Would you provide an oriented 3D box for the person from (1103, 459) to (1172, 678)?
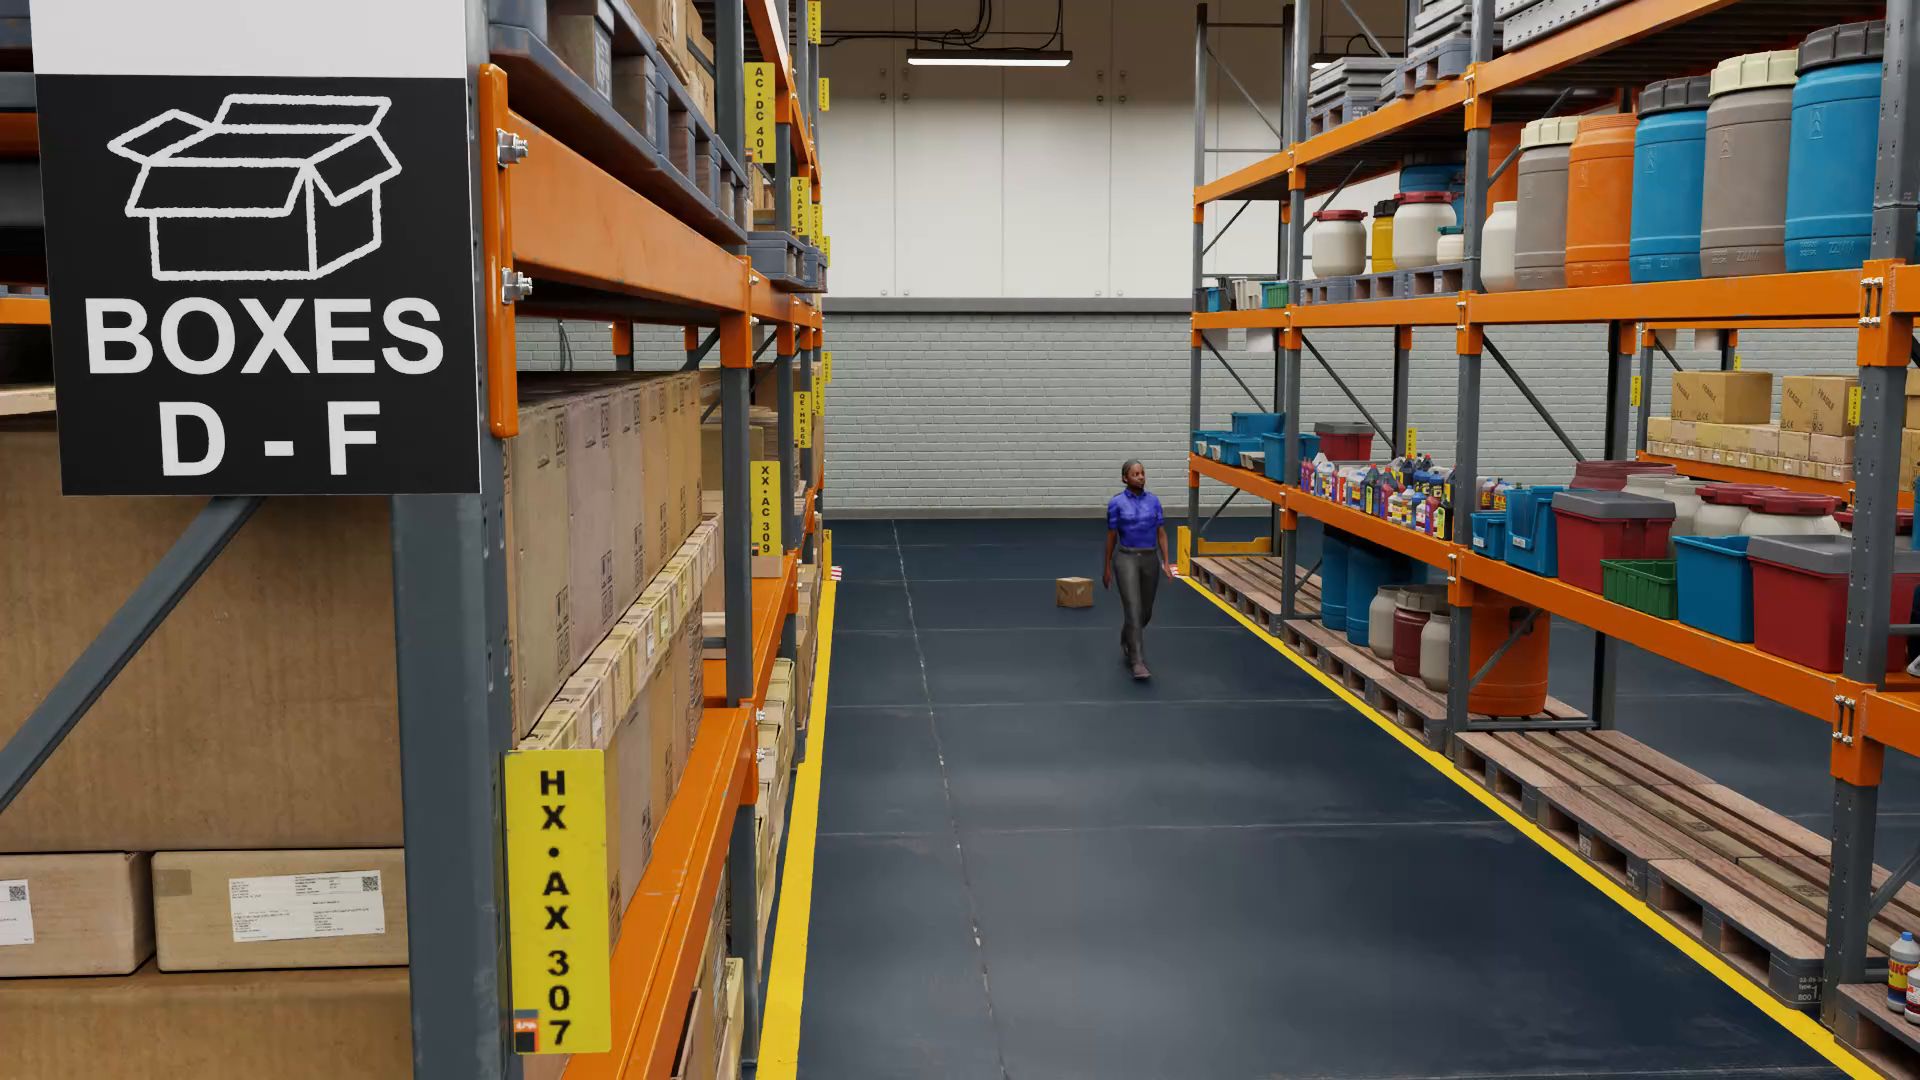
[{"bbox_3d":[1.359,0.198,12.710,0.470,1.591,0.947,-2,7,-16],"label":"person"}]
